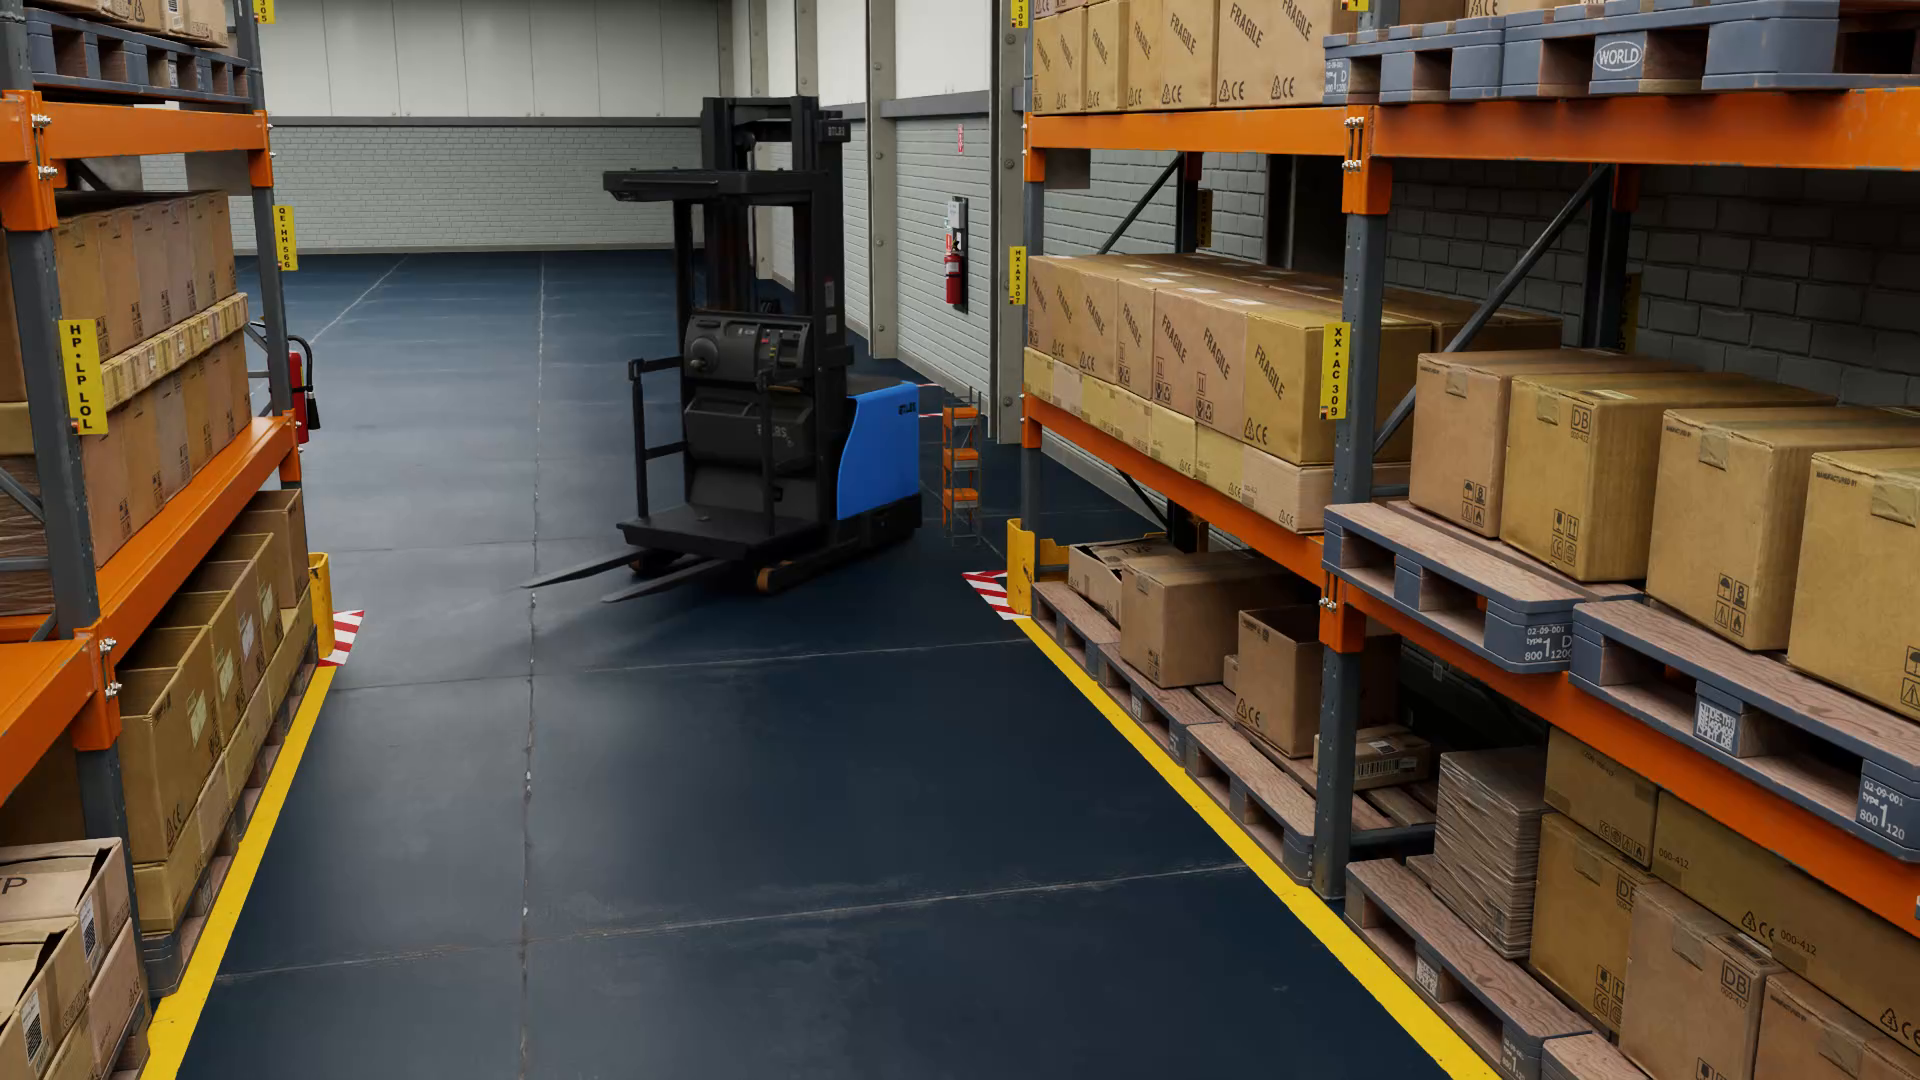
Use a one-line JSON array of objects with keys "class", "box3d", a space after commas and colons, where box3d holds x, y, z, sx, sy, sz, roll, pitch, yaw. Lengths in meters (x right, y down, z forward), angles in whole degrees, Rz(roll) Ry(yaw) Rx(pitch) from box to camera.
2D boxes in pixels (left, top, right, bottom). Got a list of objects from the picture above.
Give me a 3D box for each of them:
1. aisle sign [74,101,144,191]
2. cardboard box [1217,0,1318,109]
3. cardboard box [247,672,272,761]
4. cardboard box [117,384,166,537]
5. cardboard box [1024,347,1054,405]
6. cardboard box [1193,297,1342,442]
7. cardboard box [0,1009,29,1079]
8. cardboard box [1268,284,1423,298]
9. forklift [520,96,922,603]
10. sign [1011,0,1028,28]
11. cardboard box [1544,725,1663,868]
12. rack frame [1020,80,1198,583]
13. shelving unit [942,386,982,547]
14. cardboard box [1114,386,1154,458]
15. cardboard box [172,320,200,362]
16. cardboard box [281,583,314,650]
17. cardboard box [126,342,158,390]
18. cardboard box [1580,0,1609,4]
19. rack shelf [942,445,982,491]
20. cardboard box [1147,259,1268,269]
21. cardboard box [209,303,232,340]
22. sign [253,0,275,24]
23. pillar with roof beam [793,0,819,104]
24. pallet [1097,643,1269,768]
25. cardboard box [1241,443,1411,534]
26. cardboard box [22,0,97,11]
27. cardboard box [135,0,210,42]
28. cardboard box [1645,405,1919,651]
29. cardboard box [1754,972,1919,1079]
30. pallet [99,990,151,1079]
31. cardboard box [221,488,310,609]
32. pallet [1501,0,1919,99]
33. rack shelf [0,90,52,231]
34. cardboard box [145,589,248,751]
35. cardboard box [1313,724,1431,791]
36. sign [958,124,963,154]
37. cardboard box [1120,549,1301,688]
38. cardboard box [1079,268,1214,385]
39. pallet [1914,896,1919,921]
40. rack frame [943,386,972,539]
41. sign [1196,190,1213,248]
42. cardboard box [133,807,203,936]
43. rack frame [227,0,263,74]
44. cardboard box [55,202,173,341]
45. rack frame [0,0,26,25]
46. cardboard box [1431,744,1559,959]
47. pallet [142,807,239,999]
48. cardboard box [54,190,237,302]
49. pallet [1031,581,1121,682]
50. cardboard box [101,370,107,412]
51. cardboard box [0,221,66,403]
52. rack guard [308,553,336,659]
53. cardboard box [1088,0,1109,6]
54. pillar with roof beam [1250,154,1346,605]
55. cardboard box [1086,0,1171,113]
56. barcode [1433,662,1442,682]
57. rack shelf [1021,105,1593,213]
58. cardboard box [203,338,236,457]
[{"class": "aisle sign", "box3d": [-4.271, -2.089, 8.179, 0.394, 0.787, 0.004, -3, 14, -13]}, {"class": "cardboard box", "box3d": [1.331, -1.917, 6.382, 0.500, 0.500, 0.500, -5, 14, -18]}, {"class": "cardboard box", "box3d": [-3.181, 0.757, 6.919, 0.500, 0.250, 0.500, -3, 14, -13]}, {"class": "cardboard box", "box3d": [-3.373, -0.293, 6.095, 0.700, 0.500, 0.500, -3, 14, -12]}, {"class": "cardboard box", "box3d": [0.663, -0.911, 9.111, 0.500, 0.250, 0.500, -4, 14, -15]}, {"class": "cardboard box", "box3d": [1.262, -0.690, 6.624, 0.500, 0.500, 0.500, -3, 14, -14]}, {"class": "cardboard box", "box3d": [-2.401, 1.267, 3.649, 0.500, 0.311, 0.500, -3, 14, -13]}, {"class": "cardboard box", "box3d": [1.659, -0.838, 7.231, 0.500, 0.500, 0.500, -3, 14, -12]}, {"class": "forklift", "box3d": [-1.443, -1.217, 10.232, 1.130, 2.935, 3.031, 8, 16, 29]}, {"class": "sign", "box3d": [0.329, -2.956, 9.045, 0.100, 0.325, 0.005, -3, 14, -13]}, {"class": "cardboard box", "box3d": [2.092, 0.725, 4.901, 0.500, 0.250, 0.500, -4, 14, -14]}, {"class": "rack frame", "box3d": [0.857, -1.105, 9.629, 1.000, 3.000, 0.127, -3, 14, -13]}, {"class": "shelving unit", "box3d": [0.013, -0.498, 11.252, 0.215, 1.050, 0.252, -3, 14, -13]}, {"class": "cardboard box", "box3d": [1.029, -0.558, 7.664, 0.500, 0.250, 0.500, -3, 14, -13]}, {"class": "cardboard box", "box3d": [-3.377, -0.815, 6.866, 0.380, 0.149, 0.250, -3, 14, -12]}, {"class": "cardboard box", "box3d": [-3.544, 0.411, 8.332, 0.500, 0.250, 0.500, -3, 14, -13]}, {"class": "cardboard box", "box3d": [-3.200, -0.639, 6.143, 0.380, 0.149, 0.250, -4, 14, -15]}, {"class": "cardboard box", "box3d": [1.991, -1.527, 4.340, 0.500, 0.311, 0.500, -3, 14, -11]}, {"class": "rack shelf", "box3d": [0.013, -0.487, 11.254, 0.215, 0.259, 0.240, -3, 14, -13]}, {"class": "cardboard box", "box3d": [1.283, -1.192, 8.681, 0.500, 0.500, 0.500, -3, 14, -12]}, {"class": "cardboard box", "box3d": [-3.560, -0.995, 7.600, 0.380, 0.149, 0.250, -3, 14, -14]}, {"class": "sign", "box3d": [-3.427, -2.704, 8.154, 0.100, 0.325, 0.005, -3, 14, -13]}, {"class": "pillar with roof beam", "box3d": [-6.550, -7.818, 24.467, 9.100, 9.000, 0.400, -3, 14, -13]}, {"class": "pallet", "box3d": [1.314, 0.738, 7.963, 1.003, 0.211, 1.213, -3, 14, -13]}, {"class": "cardboard box", "box3d": [1.390, -0.211, 6.245, 0.500, 0.250, 0.500, -3, 14, -13]}, {"class": "cardboard box", "box3d": [-2.880, -1.814, 4.819, 0.500, 0.500, 0.500, -2, 14, -9]}, {"class": "cardboard box", "box3d": [-3.300, -2.134, 6.531, 0.500, 0.311, 0.500, -2, 14, -7]}, {"class": "cardboard box", "box3d": [2.192, -0.045, 4.155, 0.700, 0.500, 0.500, -1, 14, -5]}, {"class": "cardboard box", "box3d": [2.363, 1.340, 3.963, 0.700, 0.500, 0.500, -3, 14, -13]}, {"class": "pallet", "box3d": [-2.807, 1.617, 4.362, 1.003, 0.211, 1.213, -3, 14, -13]}, {"class": "cardboard box", "box3d": [-3.542, 0.047, 8.244, 0.500, 0.500, 0.500, -3, 14, -13]}, {"class": "pallet", "box3d": [2.084, -1.160, 3.932, 1.213, 0.211, 1.003, -3, 14, -13]}, {"class": "rack shelf", "box3d": [-2.549, -0.551, 2.559, 1.077, 0.370, 4.000, -3, 14, -13]}, {"class": "cardboard box", "box3d": [-3.058, 0.507, 6.359, 0.500, 0.500, 0.500, -3, 14, -13]}, {"class": "cardboard box", "box3d": [1.641, 0.859, 6.634, 0.380, 0.166, 0.250, -5, 15, -21]}, {"class": "sign", "box3d": [0.004, -4.081, 16.928, 0.001, 0.298, 0.199, -3, 14, -13]}, {"class": "cardboard box", "box3d": [1.189, 0.364, 7.957, 0.700, 0.500, 0.500, -4, 14, -17]}, {"class": "cardboard box", "box3d": [0.898, -1.045, 8.077, 0.500, 0.500, 0.500, -4, 14, -15]}, {"class": "pallet", "box3d": [2.465, 0.676, 2.746, 1.213, 0.211, 1.003, -3, 14, -13]}, {"class": "rack frame", "box3d": [-0.016, -0.526, 11.367, 0.200, 1.050, 0.008, -3, 14, -13]}, {"class": "sign", "box3d": [1.401, -1.847, 9.561, 0.100, 0.325, 0.005, -3, 14, -13]}, {"class": "cardboard box", "box3d": [-2.832, 1.103, 5.501, 0.500, 0.250, 0.500, -3, 14, -13]}, {"class": "rack frame", "box3d": [-3.958, -3.742, 7.783, 1.000, 3.000, 0.127, -3, 14, -13]}, {"class": "cardboard box", "box3d": [-3.482, -1.033, 6.391, 0.700, 0.500, 0.500, -3, 14, -13]}, {"class": "rack frame", "box3d": [-3.018, -2.819, 4.006, 1.000, 3.000, 0.127, -3, 14, -13]}, {"class": "cardboard box", "box3d": [1.985, 0.987, 5.405, 0.700, 0.500, 0.500, -3, 14, -11]}, {"class": "pallet", "box3d": [-3.164, 1.264, 5.809, 1.003, 0.211, 1.213, -3, 14, -13]}, {"class": "cardboard box", "box3d": [-3.848, -1.386, 7.835, 0.700, 0.500, 0.500, -3, 14, -13]}, {"class": "pallet", "box3d": [1.031, 0.457, 9.113, 1.003, 0.211, 1.213, -3, 14, -13]}, {"class": "cardboard box", "box3d": [-3.014, -0.459, 5.407, 0.380, 0.149, 0.250, -4, 14, -15]}, {"class": "cardboard box", "box3d": [-3.129, -0.686, 4.970, 0.700, 0.500, 0.500, -3, 14, -13]}, {"class": "rack guard", "box3d": [-3.963, 0.381, 8.814, 1.175, 0.500, 0.348, -3, 14, -13]}, {"class": "cardboard box", "box3d": [0.911, -2.767, 7.754, 0.500, 0.500, 0.500, -3, 14, -12]}, {"class": "pillar with roof beam", "box3d": [-2.323, -3.666, 7.471, 9.100, 9.000, 0.400, -3, 14, -13]}, {"class": "cardboard box", "box3d": [0.909, -2.284, 7.881, 0.500, 0.500, 0.500, -3, 14, -11]}, {"class": "barcode", "box3d": [1.902, 0.525, 6.623, 0.001, 0.075, 0.075, -3, 14, -13]}, {"class": "rack shelf", "box3d": [1.326, -1.751, 7.469, 1.077, 0.370, 4.000, -3, 14, -13]}, {"class": "cardboard box", "box3d": [-3.732, -0.647, 7.545, 0.700, 0.500, 0.500, -3, 14, -12]}]
